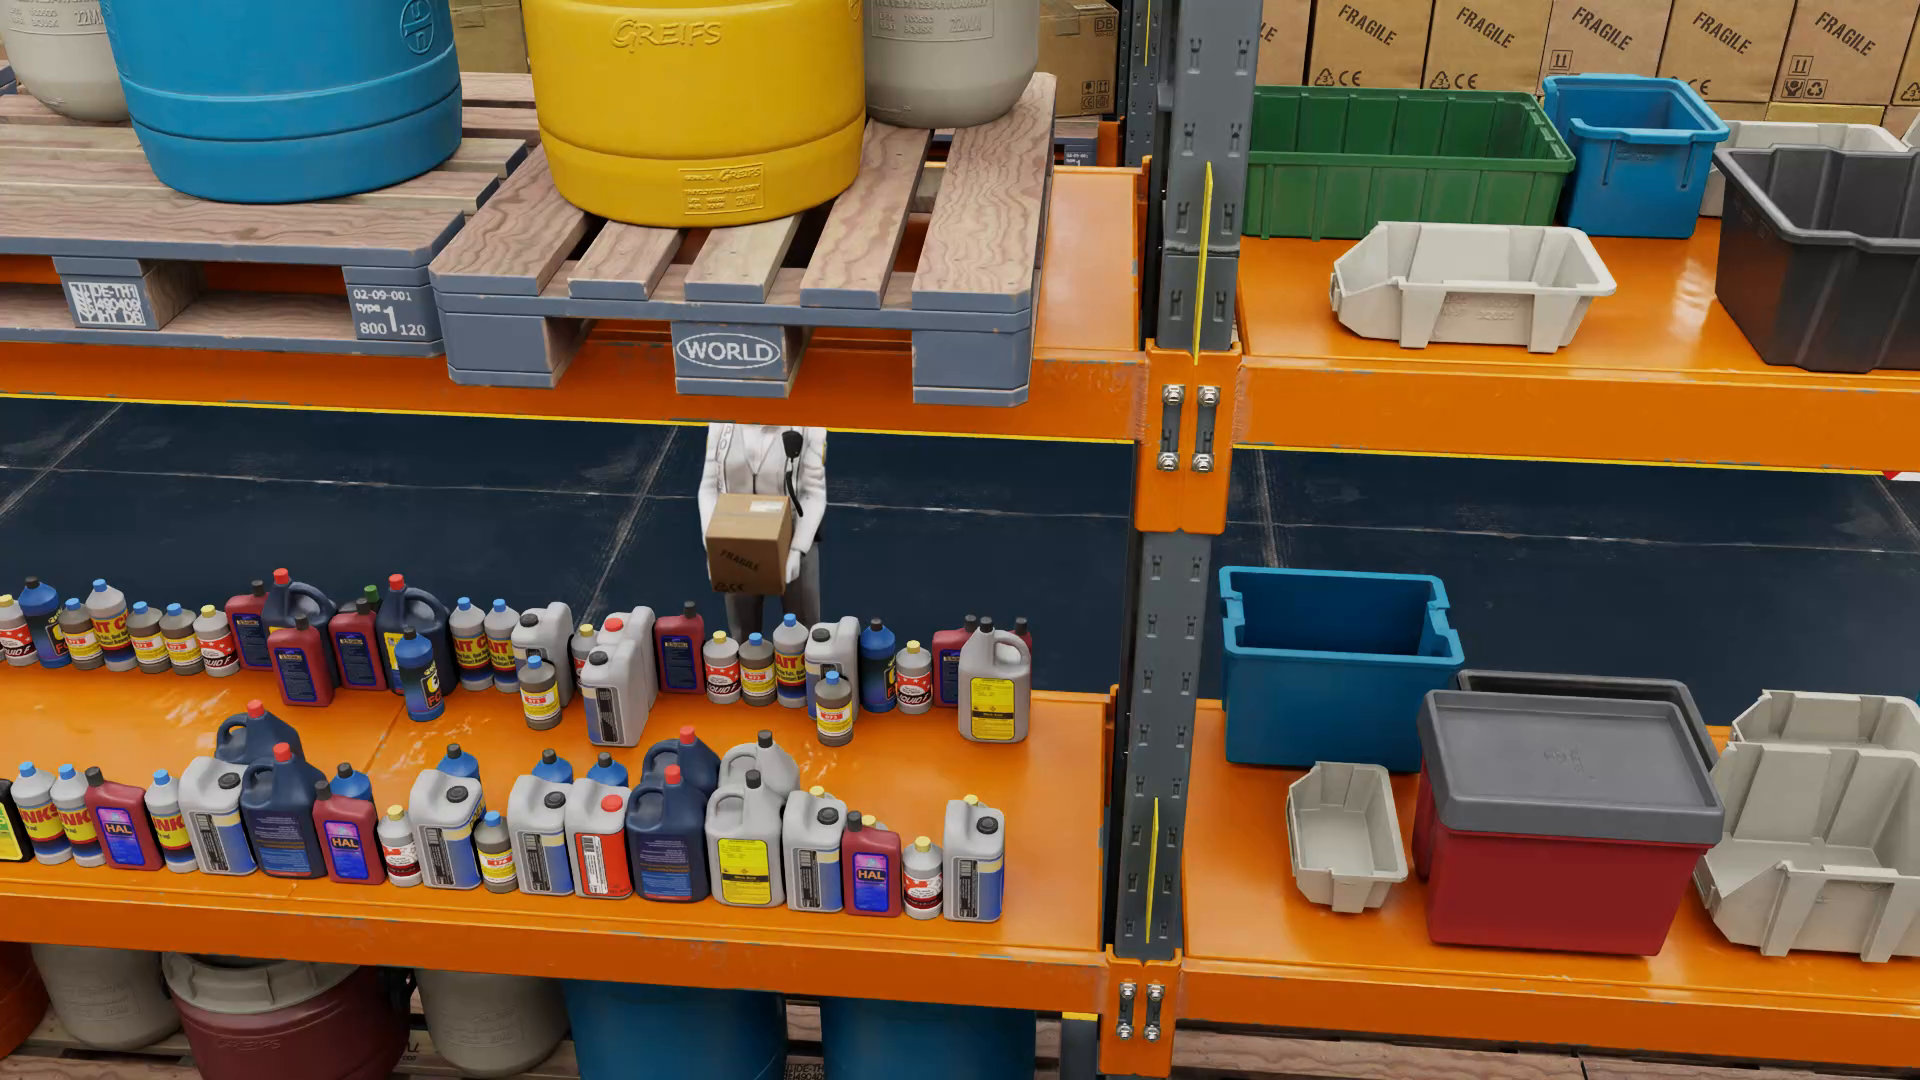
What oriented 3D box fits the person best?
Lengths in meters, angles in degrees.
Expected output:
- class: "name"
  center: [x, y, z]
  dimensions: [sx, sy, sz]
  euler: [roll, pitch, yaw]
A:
- class: "person"
  center: [-0.702, 0.047, 6.038]
  dimensions: [0.460, 1.686, 0.557]
  euler: [3, 32, 4]
